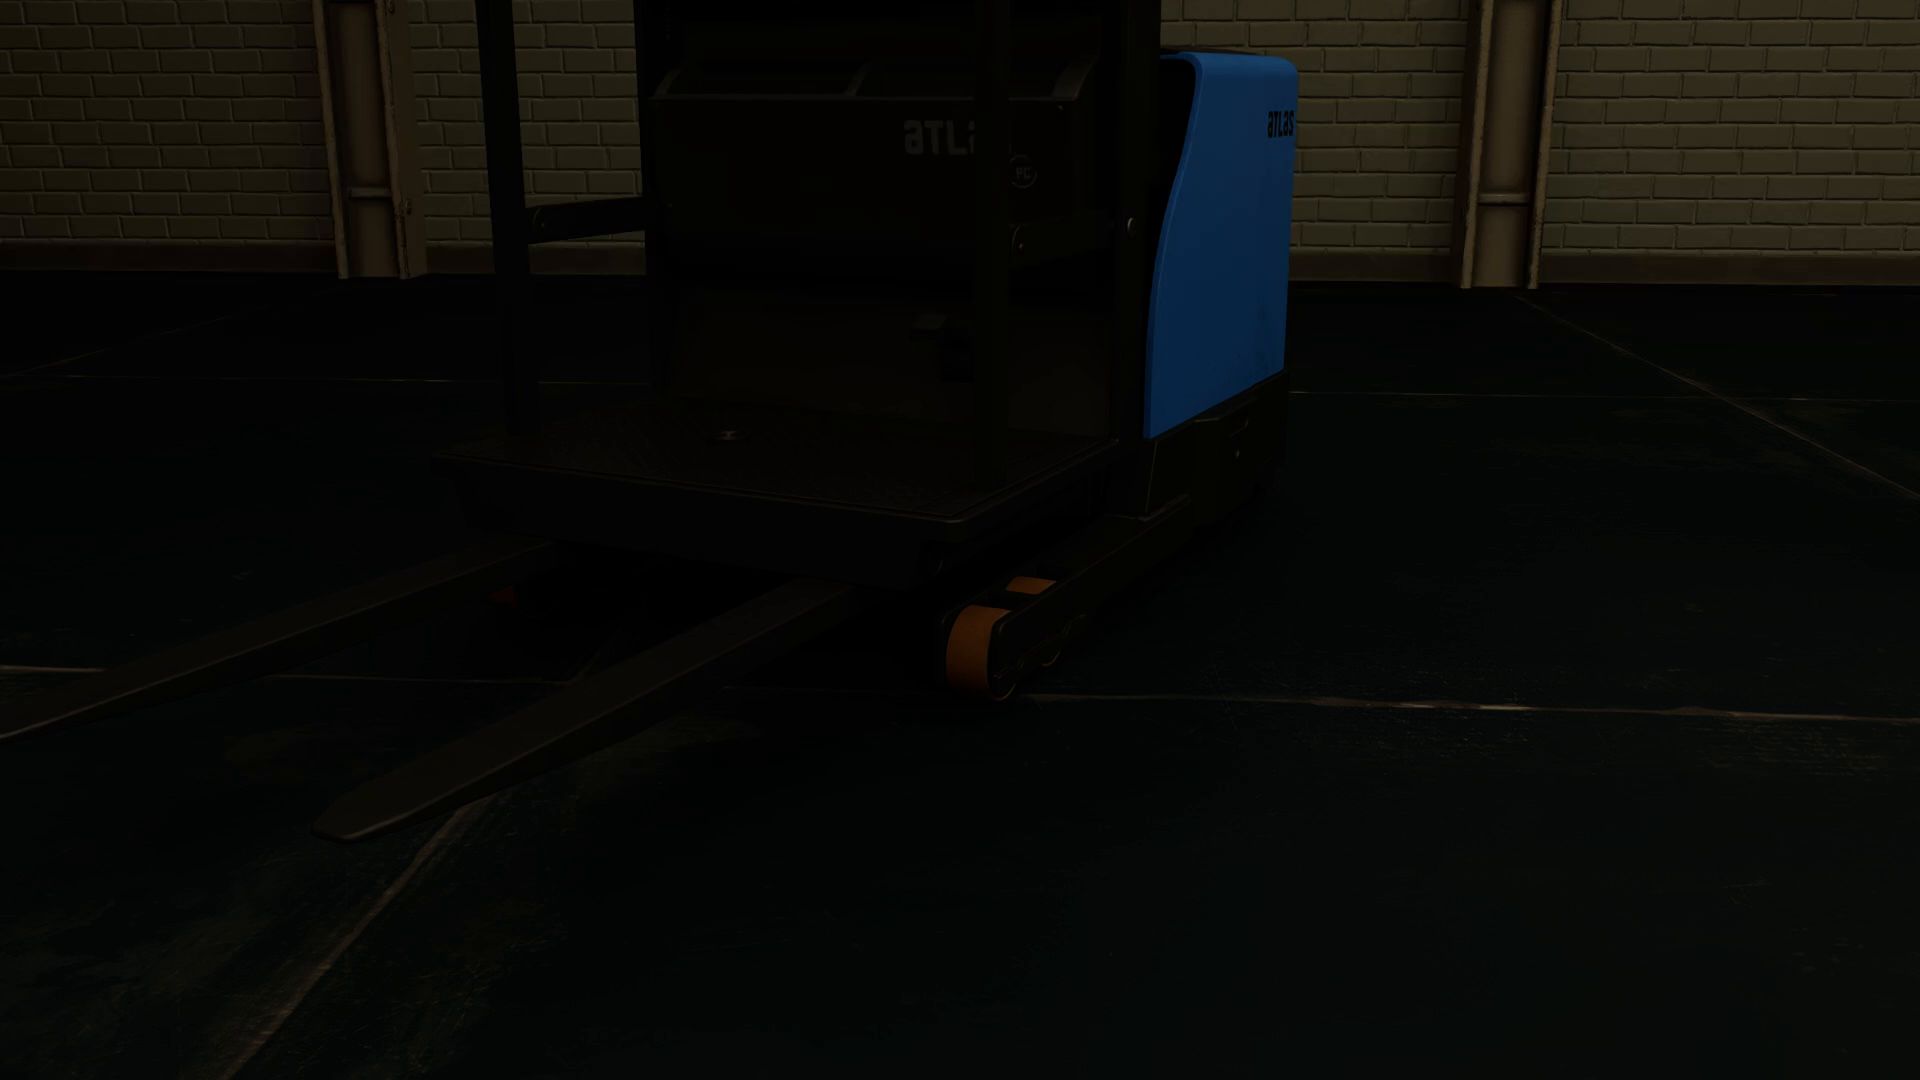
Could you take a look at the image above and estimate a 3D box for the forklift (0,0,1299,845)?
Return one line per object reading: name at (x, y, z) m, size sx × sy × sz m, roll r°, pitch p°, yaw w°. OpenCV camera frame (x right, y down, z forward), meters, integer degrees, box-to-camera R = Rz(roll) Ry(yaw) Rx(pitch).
forklift at (-0.274, -1.271, 2.903) m, size 1.130 × 2.935 × 3.031 m, roll 8°, pitch 17°, yaw 26°
